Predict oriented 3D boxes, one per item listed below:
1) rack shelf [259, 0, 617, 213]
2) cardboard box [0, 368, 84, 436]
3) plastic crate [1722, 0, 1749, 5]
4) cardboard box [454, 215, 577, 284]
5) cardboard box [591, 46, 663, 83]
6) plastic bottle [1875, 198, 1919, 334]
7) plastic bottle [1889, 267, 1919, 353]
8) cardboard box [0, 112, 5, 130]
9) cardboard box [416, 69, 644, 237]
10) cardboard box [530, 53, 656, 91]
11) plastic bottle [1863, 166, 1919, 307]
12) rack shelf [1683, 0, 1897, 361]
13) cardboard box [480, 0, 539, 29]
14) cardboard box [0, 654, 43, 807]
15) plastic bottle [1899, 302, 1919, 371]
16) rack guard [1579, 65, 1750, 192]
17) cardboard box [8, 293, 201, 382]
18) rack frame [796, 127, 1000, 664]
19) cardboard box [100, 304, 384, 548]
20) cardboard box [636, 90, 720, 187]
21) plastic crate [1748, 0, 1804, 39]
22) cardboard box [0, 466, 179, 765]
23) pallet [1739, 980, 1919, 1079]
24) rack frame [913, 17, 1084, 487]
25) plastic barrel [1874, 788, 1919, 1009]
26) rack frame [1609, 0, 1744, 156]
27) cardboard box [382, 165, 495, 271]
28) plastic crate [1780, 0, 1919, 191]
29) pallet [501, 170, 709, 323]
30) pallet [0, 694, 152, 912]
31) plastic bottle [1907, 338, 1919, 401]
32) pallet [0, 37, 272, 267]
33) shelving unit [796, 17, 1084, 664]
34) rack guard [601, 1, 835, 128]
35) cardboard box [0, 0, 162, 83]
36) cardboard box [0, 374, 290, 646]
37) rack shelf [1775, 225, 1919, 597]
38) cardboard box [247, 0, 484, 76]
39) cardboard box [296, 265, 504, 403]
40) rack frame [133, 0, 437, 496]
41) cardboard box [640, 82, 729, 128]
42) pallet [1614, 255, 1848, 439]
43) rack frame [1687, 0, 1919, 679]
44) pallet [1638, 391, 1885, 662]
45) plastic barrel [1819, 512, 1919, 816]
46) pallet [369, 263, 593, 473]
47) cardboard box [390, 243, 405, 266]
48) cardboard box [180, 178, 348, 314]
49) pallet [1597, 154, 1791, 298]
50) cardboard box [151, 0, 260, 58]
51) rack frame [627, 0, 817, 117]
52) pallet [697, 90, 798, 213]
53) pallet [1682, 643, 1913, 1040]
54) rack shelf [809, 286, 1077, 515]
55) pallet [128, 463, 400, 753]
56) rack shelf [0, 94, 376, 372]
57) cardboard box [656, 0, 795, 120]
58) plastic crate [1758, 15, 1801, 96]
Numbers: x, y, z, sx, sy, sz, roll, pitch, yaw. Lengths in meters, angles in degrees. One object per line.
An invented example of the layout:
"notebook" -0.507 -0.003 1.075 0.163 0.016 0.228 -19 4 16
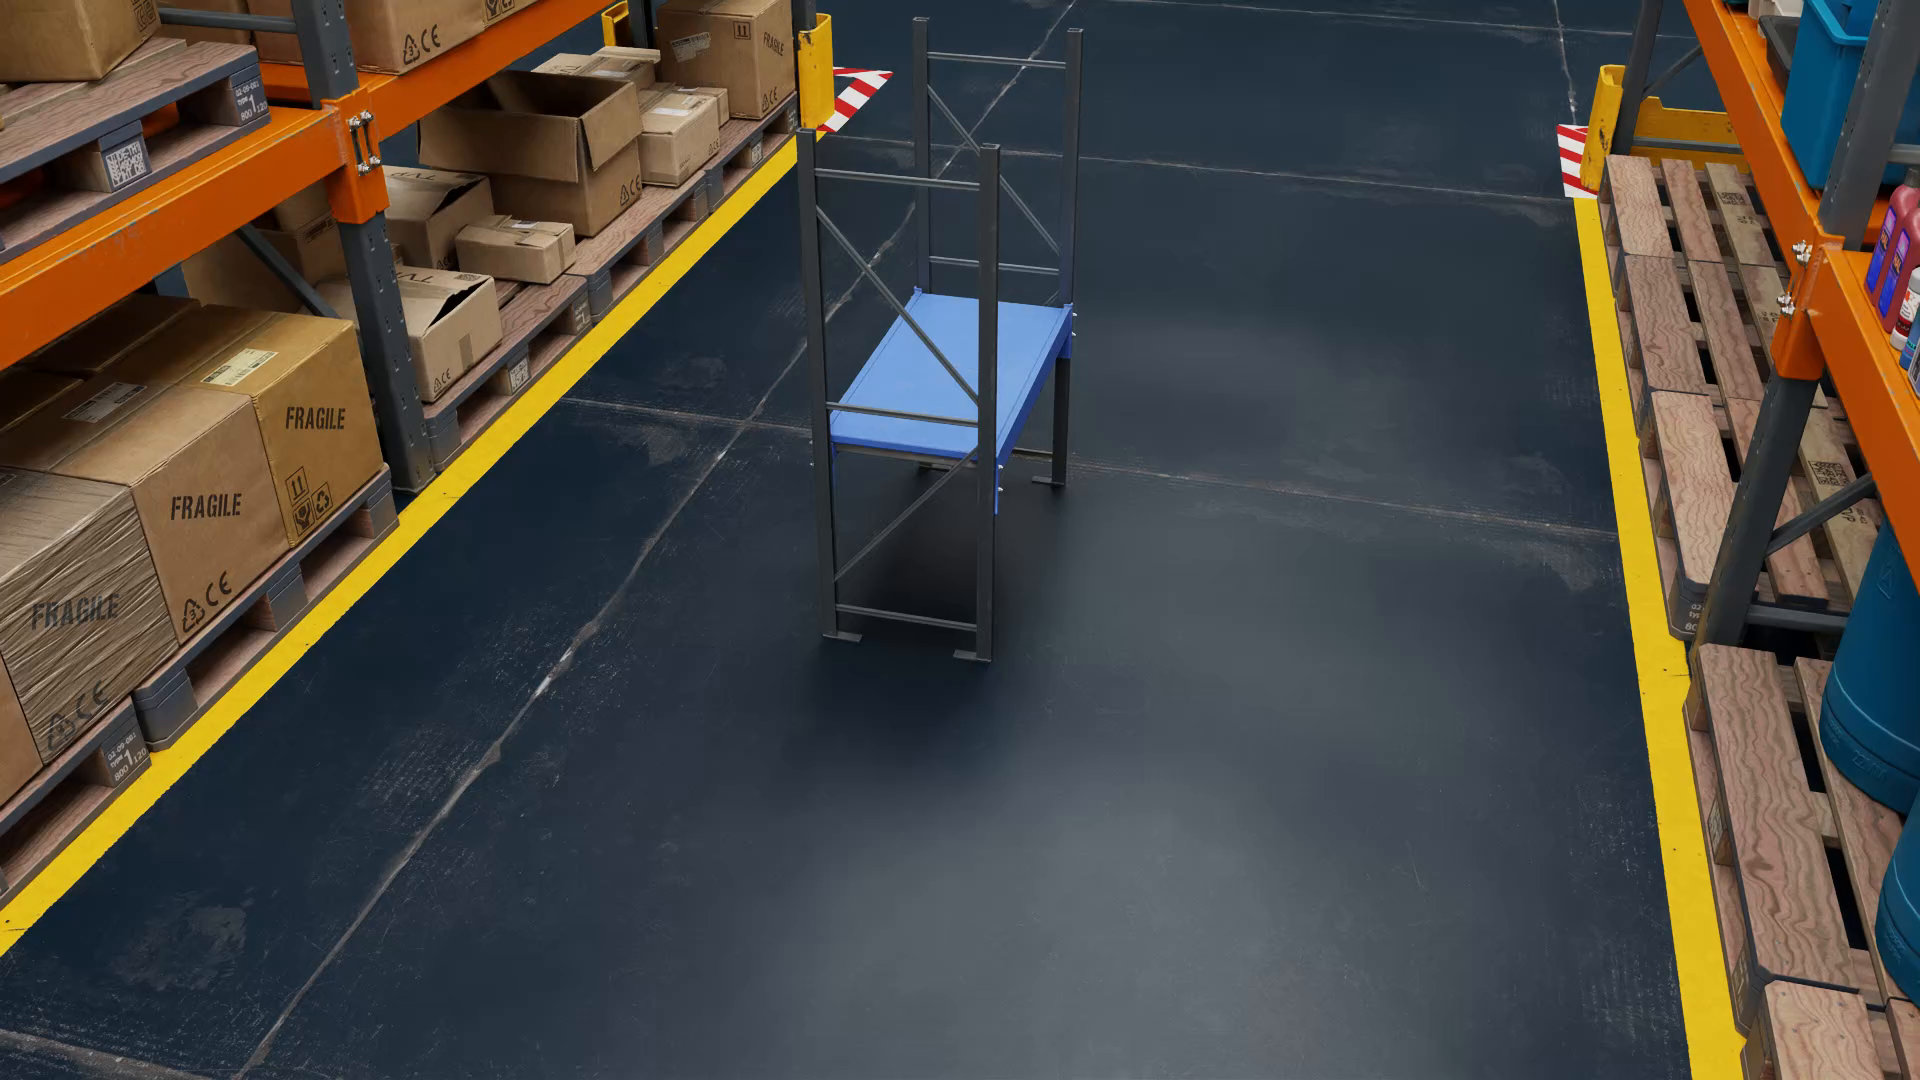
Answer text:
"rack shelf" -1.746 -2.245 6.656 1.077 0.370 4.000 8 33 12
"cardboard box" -2.737 -0.145 4.603 0.500 0.500 0.500 8 33 13
"plastic crate" 2.760 -1.942 5.610 0.416 0.233 0.300 8 33 12
"cardboard box" -1.728 -1.139 6.477 0.380 0.166 0.250 8 33 12
"cardboard box" -1.677 -2.398 8.474 0.380 0.149 0.250 8 33 12
"plastic bottle" 1.997 -0.584 3.481 0.061 0.283 0.133 8 33 12
"plastic bottle" 1.986 -0.487 3.405 0.097 0.201 0.097 0 32 0
"cardboard box" -2.703 -1.149 3.777 0.700 0.500 0.500 13 35 20
"cardboard box" -1.782 -1.618 6.917 0.797 0.503 0.637 8 33 12
"cardboard box" -1.778 -2.109 7.924 0.500 0.250 0.500 8 33 12
"plastic bottle" 2.031 -0.653 3.590 0.061 0.283 0.133 8 33 12
"rack shelf" 3.044 -1.569 5.592 1.077 0.370 4.000 8 33 12
"cardboard box" -1.734 -2.046 5.580 0.500 0.500 0.500 9 33 13
"cardboard box" -2.490 0.433 3.692 0.500 0.500 0.500 7 33 11
"plastic bottle" 1.961 -0.466 3.307 0.097 0.271 0.097 0 32 0
"rack guard" 3.545 -1.869 7.725 1.175 0.500 0.348 8 33 12
"cardboard box" -2.612 -0.424 5.040 0.500 0.500 0.500 7 33 10
"rack frame" -0.151 -0.325 4.363 0.500 1.500 0.032 8 33 12
"cardboard box" -2.102 -0.346 4.919 0.500 0.500 0.500 8 33 12
"cardboard box" -1.408 -1.807 7.450 0.500 0.250 0.500 8 33 12
"plastic crate" 2.688 -1.693 5.307 0.293 0.136 0.466 8 33 12
"cardboard box" -2.363 0.169 4.108 0.500 0.500 0.500 8 33 13
"pallet" 1.993 1.372 2.895 1.003 0.211 1.213 8 33 12
"rack frame" 0.107 -0.852 5.193 0.500 1.500 0.032 8 33 12
"plastic barrel" 2.203 0.521 3.198 0.600 0.901 0.708 8 33 12
"rack frame" 3.552 -2.910 7.032 1.000 3.000 0.127 8 33 12
"cardboard box" -2.193 -1.285 6.572 0.500 0.311 0.500 8 33 12
"plastic crate" 2.325 -1.142 4.209 0.392 0.384 0.575 8 33 12
"pallet" -1.771 -1.325 7.138 1.003 0.211 1.213 8 33 12
"pallet" -2.731 0.728 3.907 1.003 0.211 1.213 8 33 12
"plastic bottle" 1.958 -0.404 3.205 0.152 0.276 0.135 8 33 12
"pallet" -2.562 -1.030 4.253 1.003 0.211 1.213 8 33 12
"shelving unit" -0.022 -0.589 4.778 0.538 1.500 1.048 8 33 12
"rack guard" -1.258 -2.492 8.704 1.175 0.500 0.348 8 33 12
"cardboard box" -2.590 -1.515 4.352 0.700 0.500 0.500 -3 33 -4
"cardboard box" -2.235 -0.091 4.517 0.500 0.500 0.500 8 33 13
"rack shelf" 2.029 0.507 2.327 1.077 0.370 4.000 8 33 12
"cardboard box" -1.861 -1.780 5.161 0.500 0.500 0.500 9 34 14
"cardboard box" -1.938 -0.750 5.730 0.500 0.311 0.500 8 33 12
"rack frame" -2.254 -1.511 4.830 1.000 3.000 0.127 8 33 12
"cardboard box" -1.328 -2.063 7.930 0.380 0.166 0.250 8 33 12
"pallet" 2.993 -0.680 6.122 1.003 0.211 1.213 8 33 12
"rack frame" 2.537 -0.834 3.767 1.000 3.000 0.127 8 33 12
"pallet" 2.686 -0.044 5.123 1.003 0.211 1.213 8 33 12
"plastic barrel" 2.382 0.154 3.776 0.600 0.901 0.708 8 33 12
"pallet" -2.078 -0.690 6.139 1.003 0.211 1.213 8 33 12
"cardboard box" -2.346 -1.030 6.322 0.380 0.149 0.250 8 33 12
"cardboard box" -2.383 -0.976 5.909 0.500 0.500 0.500 8 33 12
"pallet" 3.305 -1.311 7.115 1.003 0.211 1.213 8 33 12
"cardboard box" -2.375 -1.847 5.267 0.500 0.500 0.500 9 33 13
"rack frame" -1.238 -3.586 8.096 1.000 3.000 0.127 8 33 12
"pallet" -1.459 -1.956 8.131 1.003 0.211 1.213 8 33 12
"pallet" 2.301 0.737 3.894 1.003 0.211 1.213 8 33 12
"rack shelf" -0.022 -0.437 4.875 0.538 0.185 1.000 8 33 12
"pallet" -2.423 0.093 4.906 1.003 0.211 1.213 8 33 12
"rack shelf" -2.761 -0.169 3.391 1.077 0.370 4.000 8 33 12
"cardboard box" -1.138 -2.401 8.152 0.500 0.500 0.500 8 33 12
"plastic crate" 2.561 -1.361 4.795 0.437 0.125 0.590 8 33 12
